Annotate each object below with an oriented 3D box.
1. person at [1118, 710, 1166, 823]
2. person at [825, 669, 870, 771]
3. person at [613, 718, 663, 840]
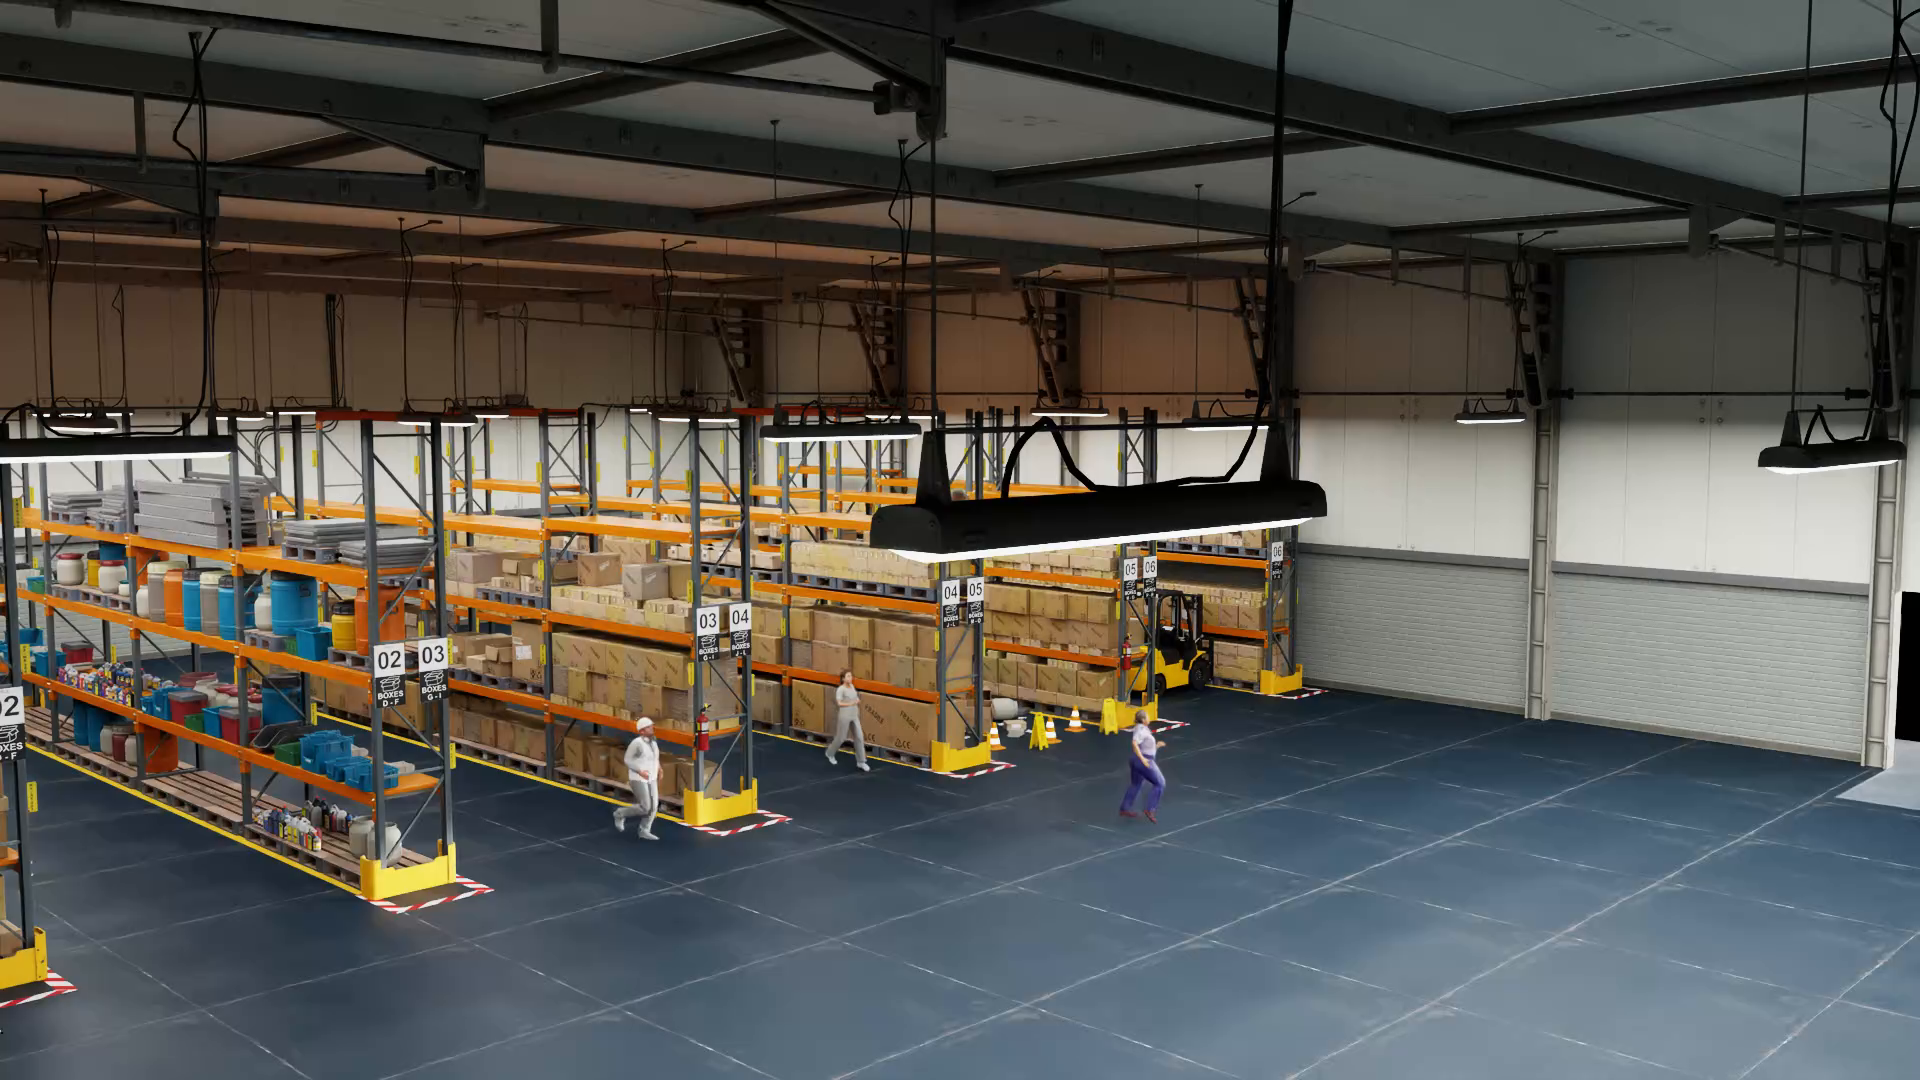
[{"bbox_3d":[2.710,3.347,24.564,0.713,1.692,0.580,-1,5,-15],"label":"person"},{"bbox_3d":[-1.887,2.999,27.929,0.952,1.670,0.558,5,7,42],"label":"person"},{"bbox_3d":[-4.558,3.385,23.709,0.641,1.733,0.682,2,6,24],"label":"person"}]
